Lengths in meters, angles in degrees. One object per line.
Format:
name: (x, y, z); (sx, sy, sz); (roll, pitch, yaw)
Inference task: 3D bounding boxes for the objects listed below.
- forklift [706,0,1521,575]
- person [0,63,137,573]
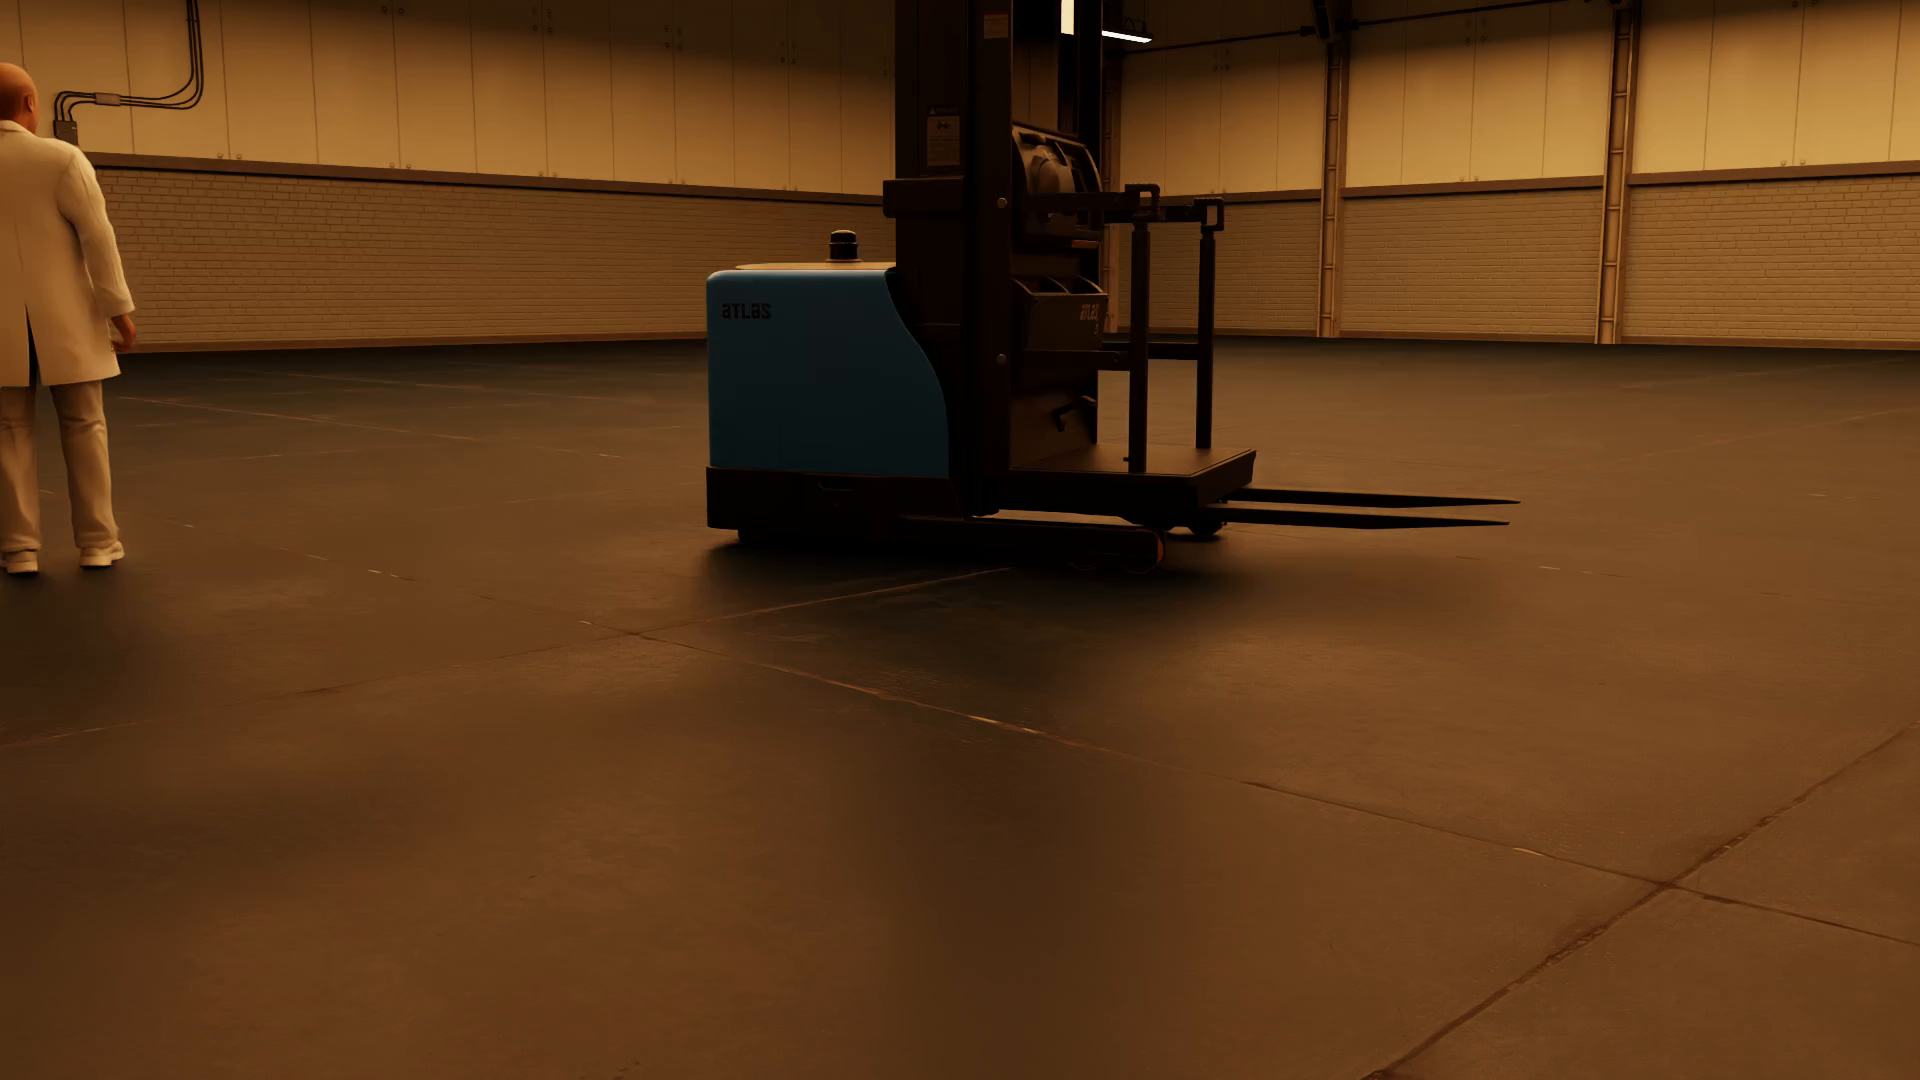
forklift: (0.565, -1.416, 6.275); (3.031, 2.935, 1.130); (3, 9, 22)
person: (-3.319, -0.787, 5.965); (0.670, 1.781, 0.435); (-3, 9, -21)
